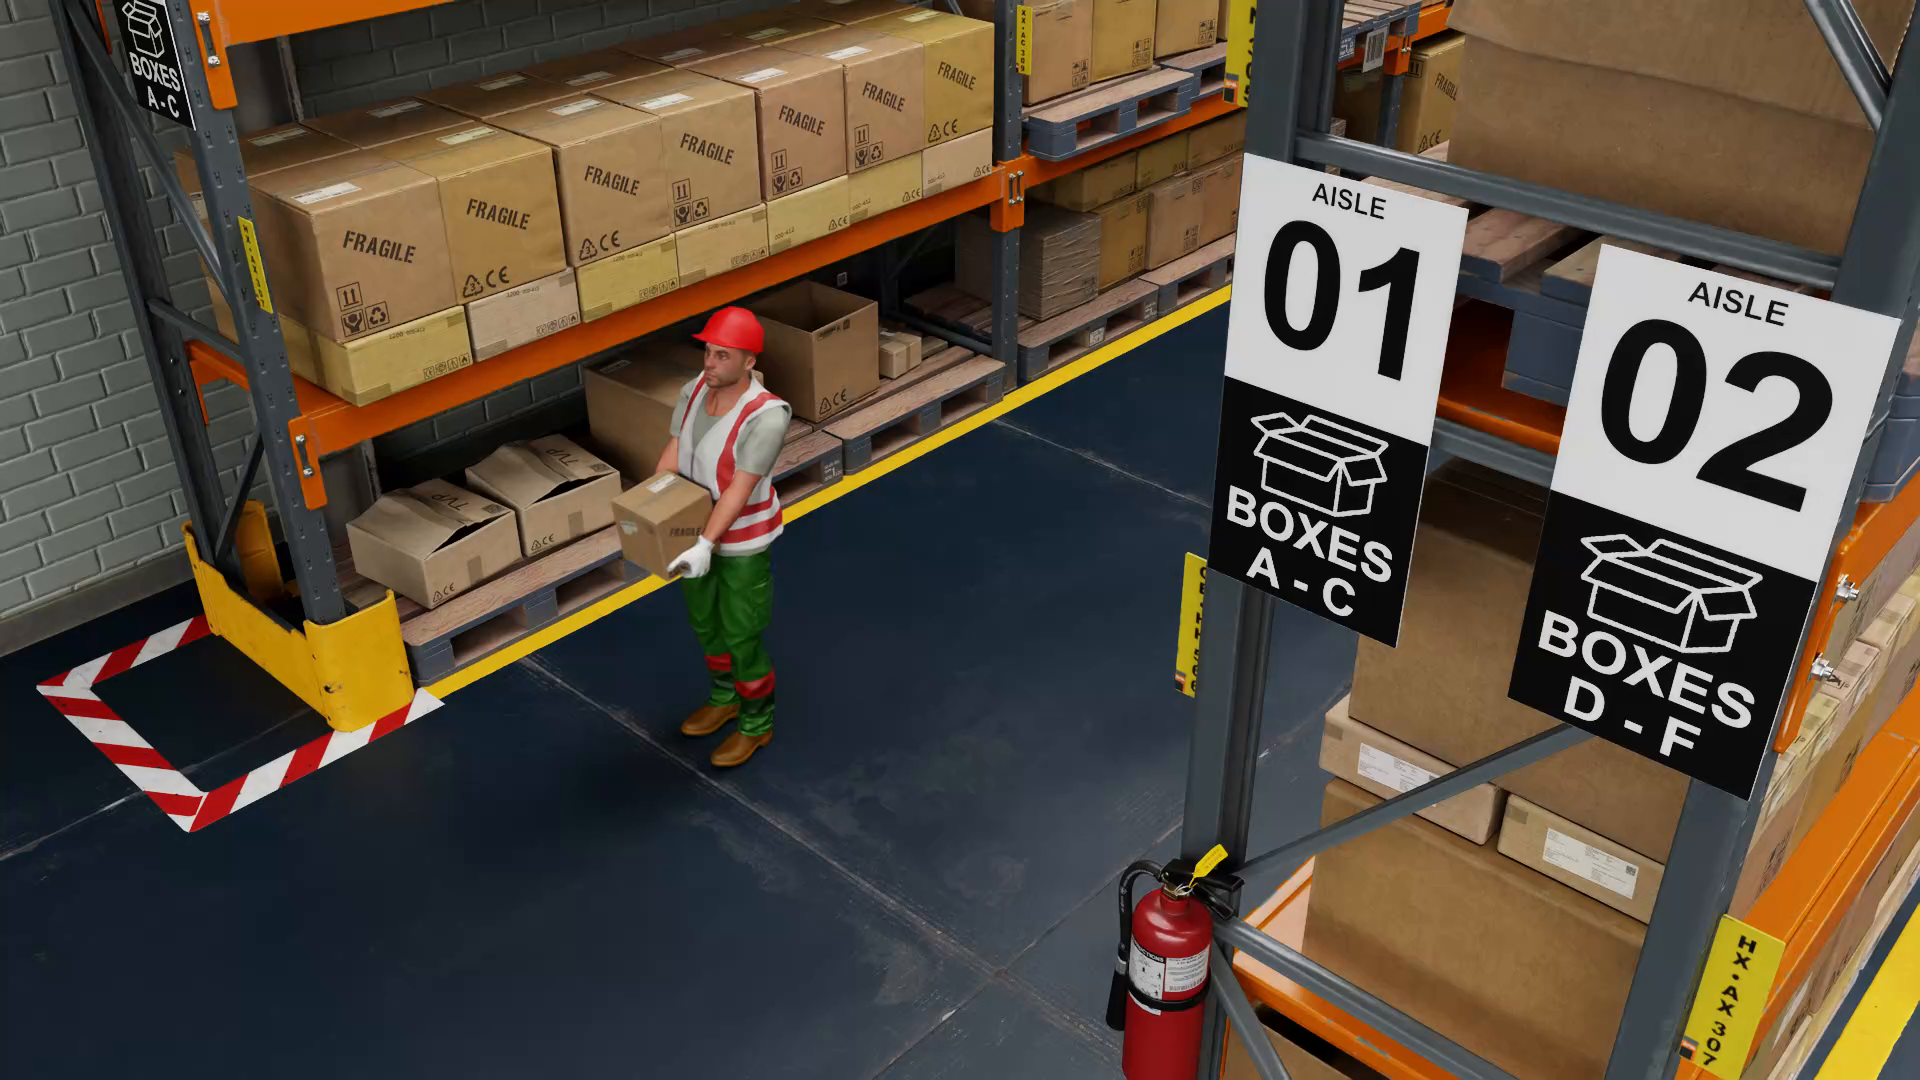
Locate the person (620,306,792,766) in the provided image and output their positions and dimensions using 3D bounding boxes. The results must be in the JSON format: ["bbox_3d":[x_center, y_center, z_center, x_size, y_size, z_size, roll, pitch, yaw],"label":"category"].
[{"bbox_3d":[-0.909,0.030,6.067,0.494,1.782,0.573,25,39,35],"label":"person"}]
